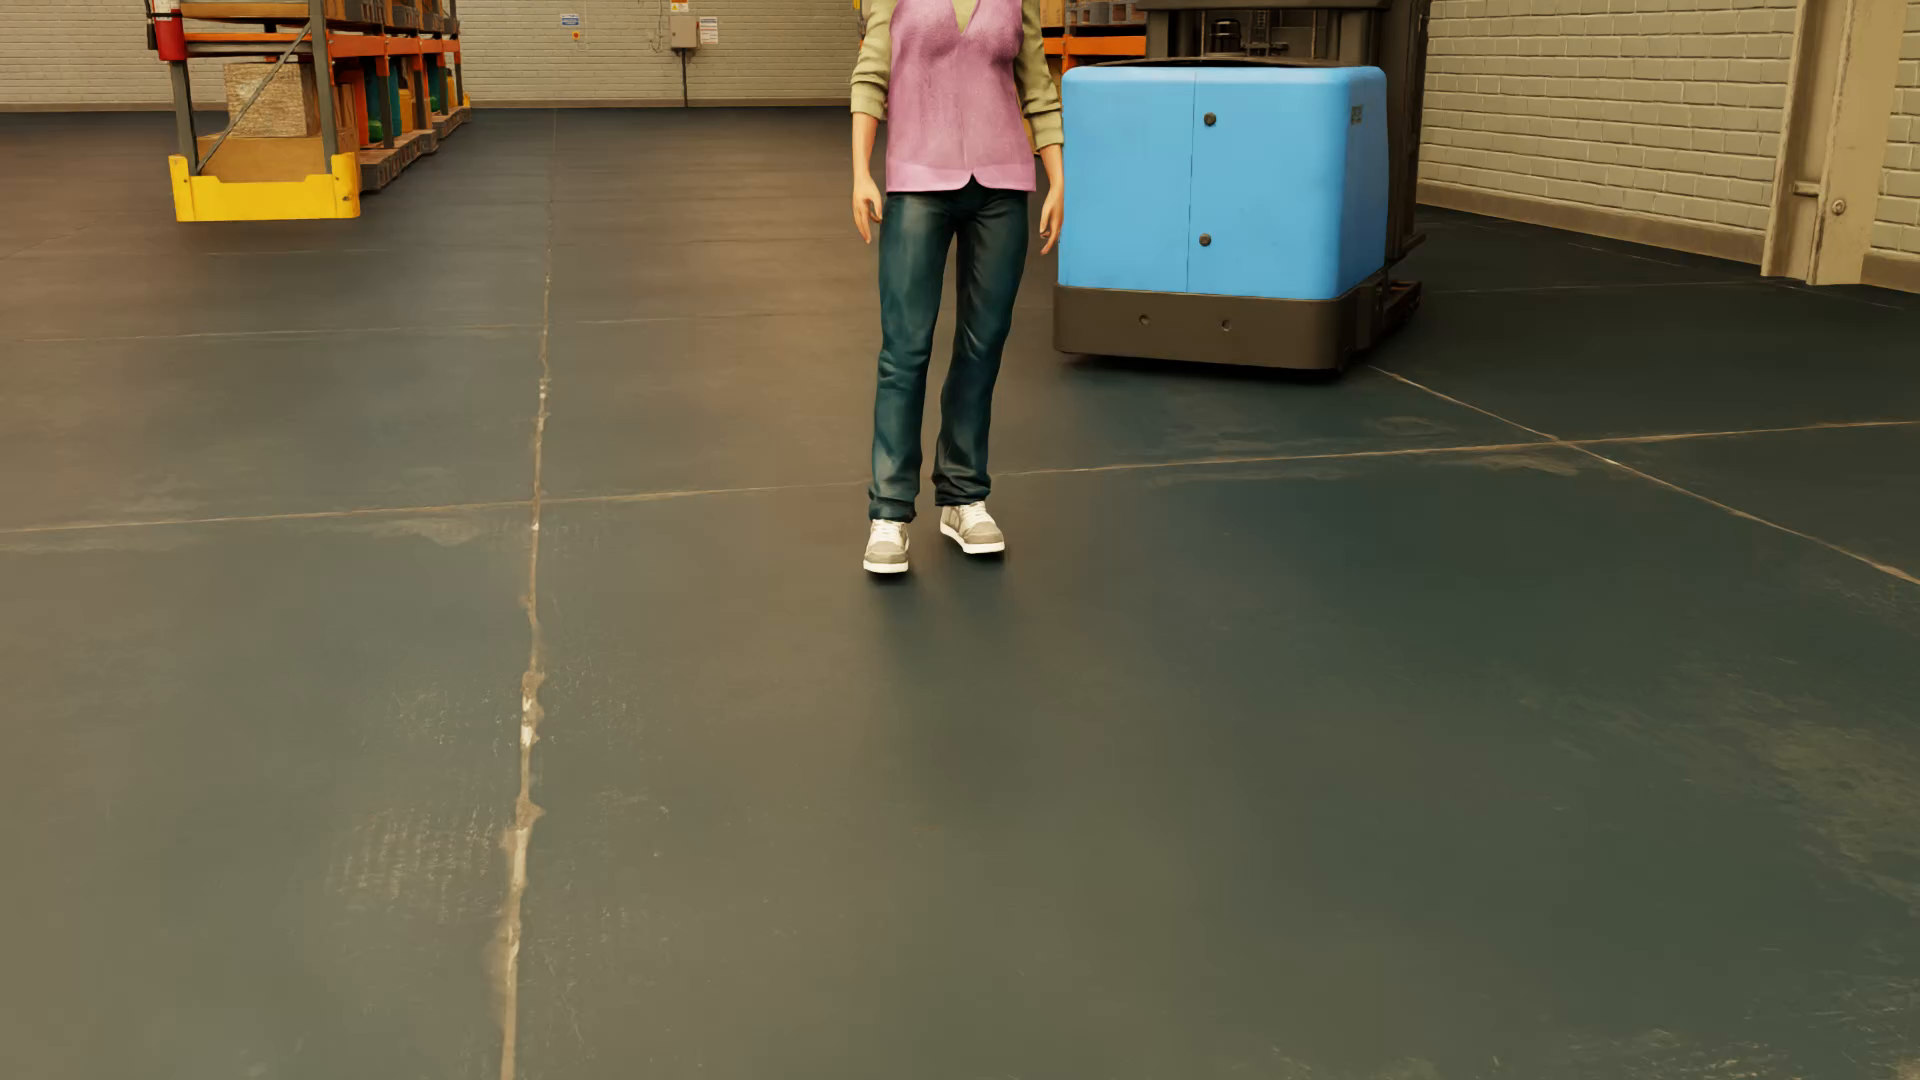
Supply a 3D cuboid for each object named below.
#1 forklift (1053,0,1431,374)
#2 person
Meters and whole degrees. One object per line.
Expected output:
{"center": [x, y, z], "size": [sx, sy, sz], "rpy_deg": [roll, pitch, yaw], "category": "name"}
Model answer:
{"center": [1.384, -2.368, 6.842], "size": [1.130, 2.935, 3.031], "rpy_deg": [7, 18, 22], "category": "forklift"}
{"center": [0.003, -0.751, 3.714], "size": [0.520, 1.597, 0.476], "rpy_deg": [-4, 17, -12], "category": "person"}
